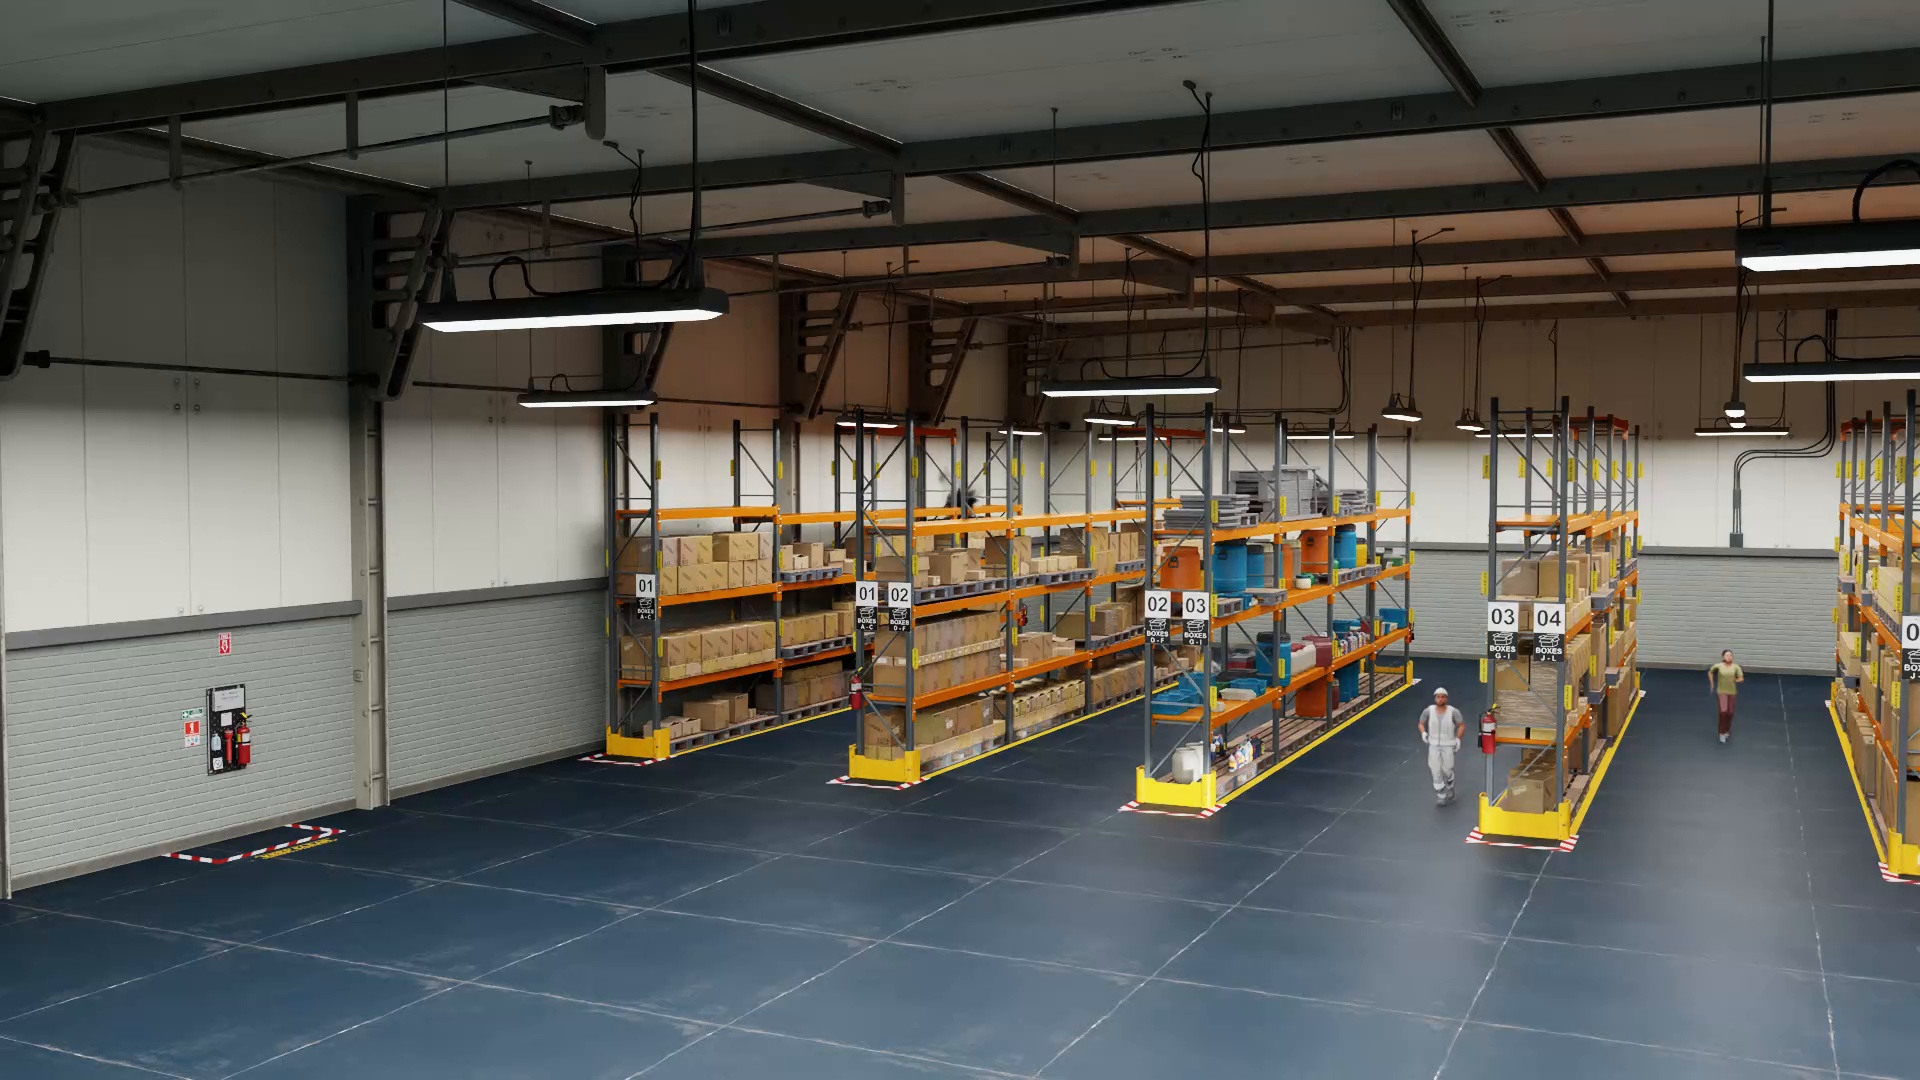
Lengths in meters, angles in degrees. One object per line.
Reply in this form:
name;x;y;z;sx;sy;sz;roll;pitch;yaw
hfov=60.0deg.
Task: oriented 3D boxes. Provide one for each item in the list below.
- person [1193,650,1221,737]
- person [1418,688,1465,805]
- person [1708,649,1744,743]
person;4.646;2.858;31.365;0.530;1.603;0.863;1;3;28
person;7.172;3.078;24.851;0.661;1.745;0.586;1;3;25
person;14.159;2.875;30.713;0.543;1.721;0.723;0;2;12
